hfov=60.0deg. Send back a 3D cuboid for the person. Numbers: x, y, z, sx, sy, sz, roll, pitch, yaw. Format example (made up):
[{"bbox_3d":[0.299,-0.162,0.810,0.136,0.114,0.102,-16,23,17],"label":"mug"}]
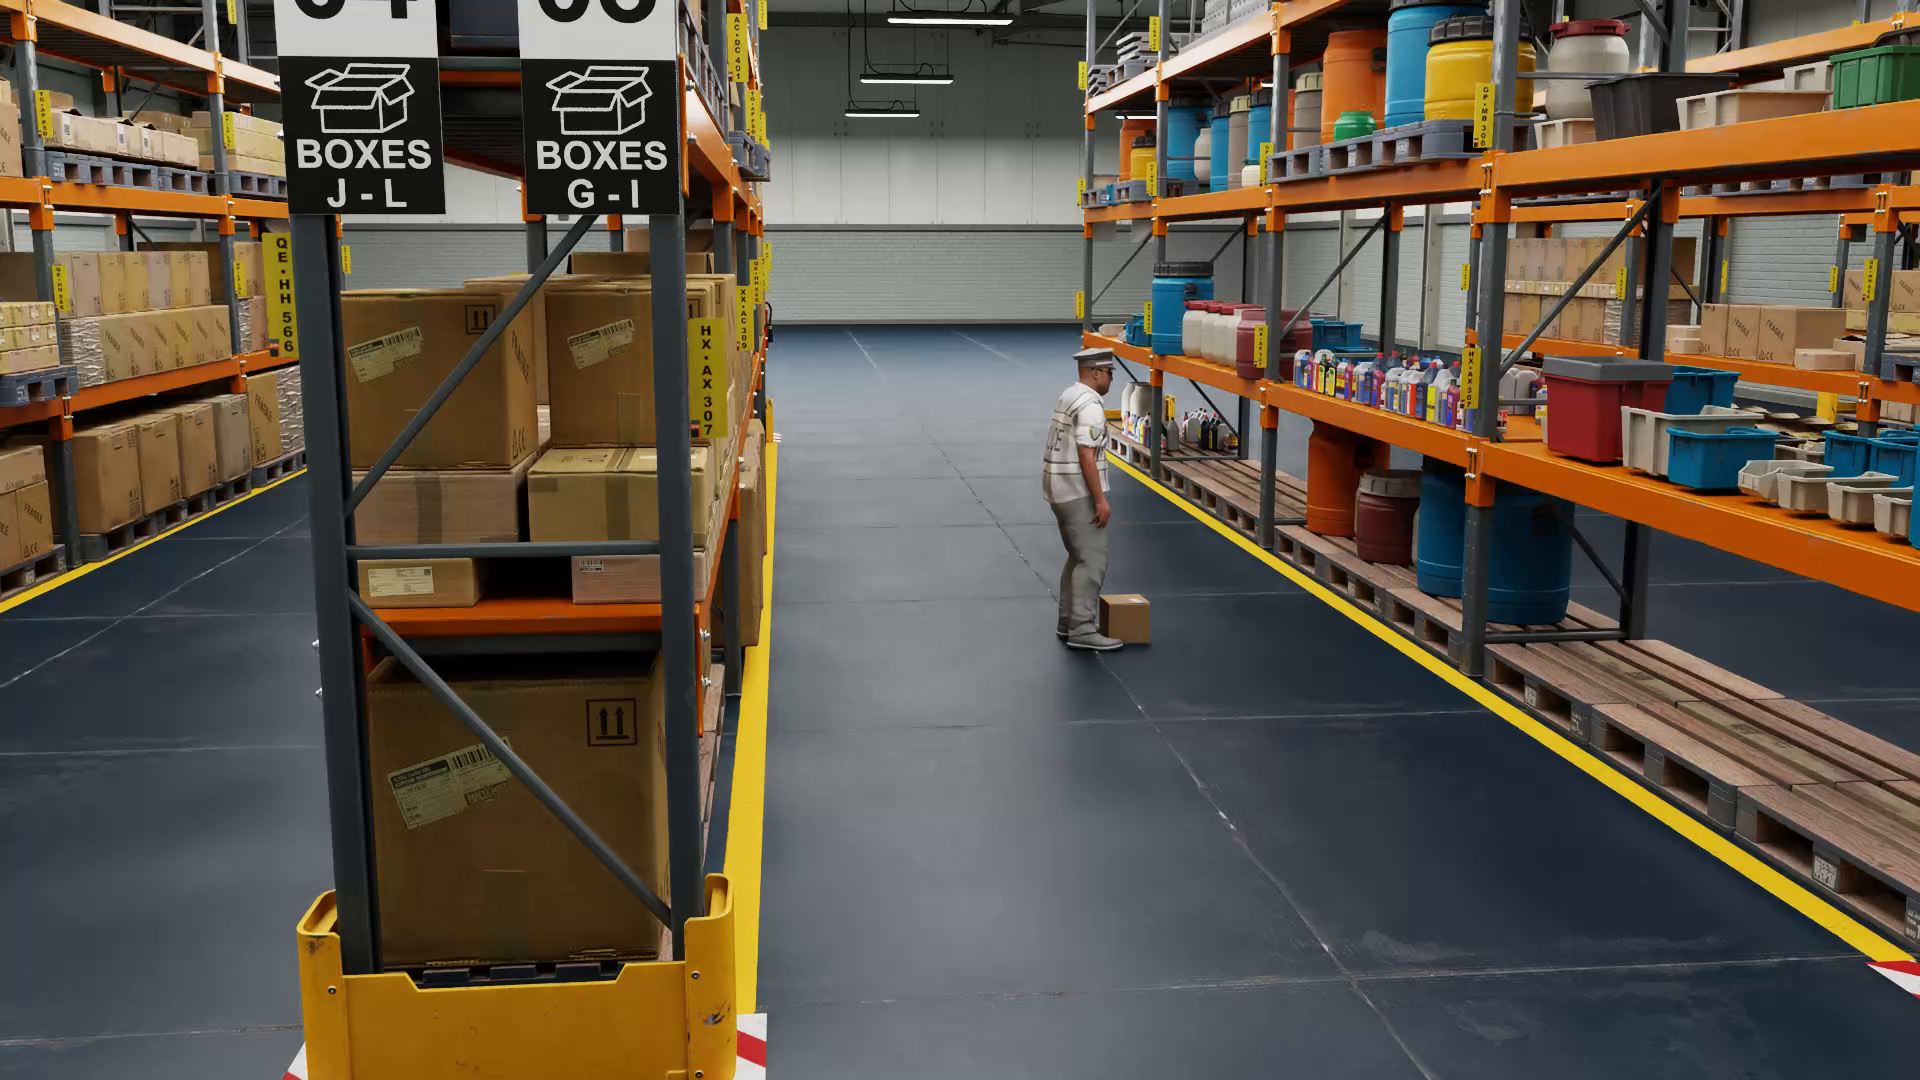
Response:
[{"bbox_3d":[0.715,-0.258,9.843,0.429,1.751,0.606,-2,10,-9],"label":"person"}]
